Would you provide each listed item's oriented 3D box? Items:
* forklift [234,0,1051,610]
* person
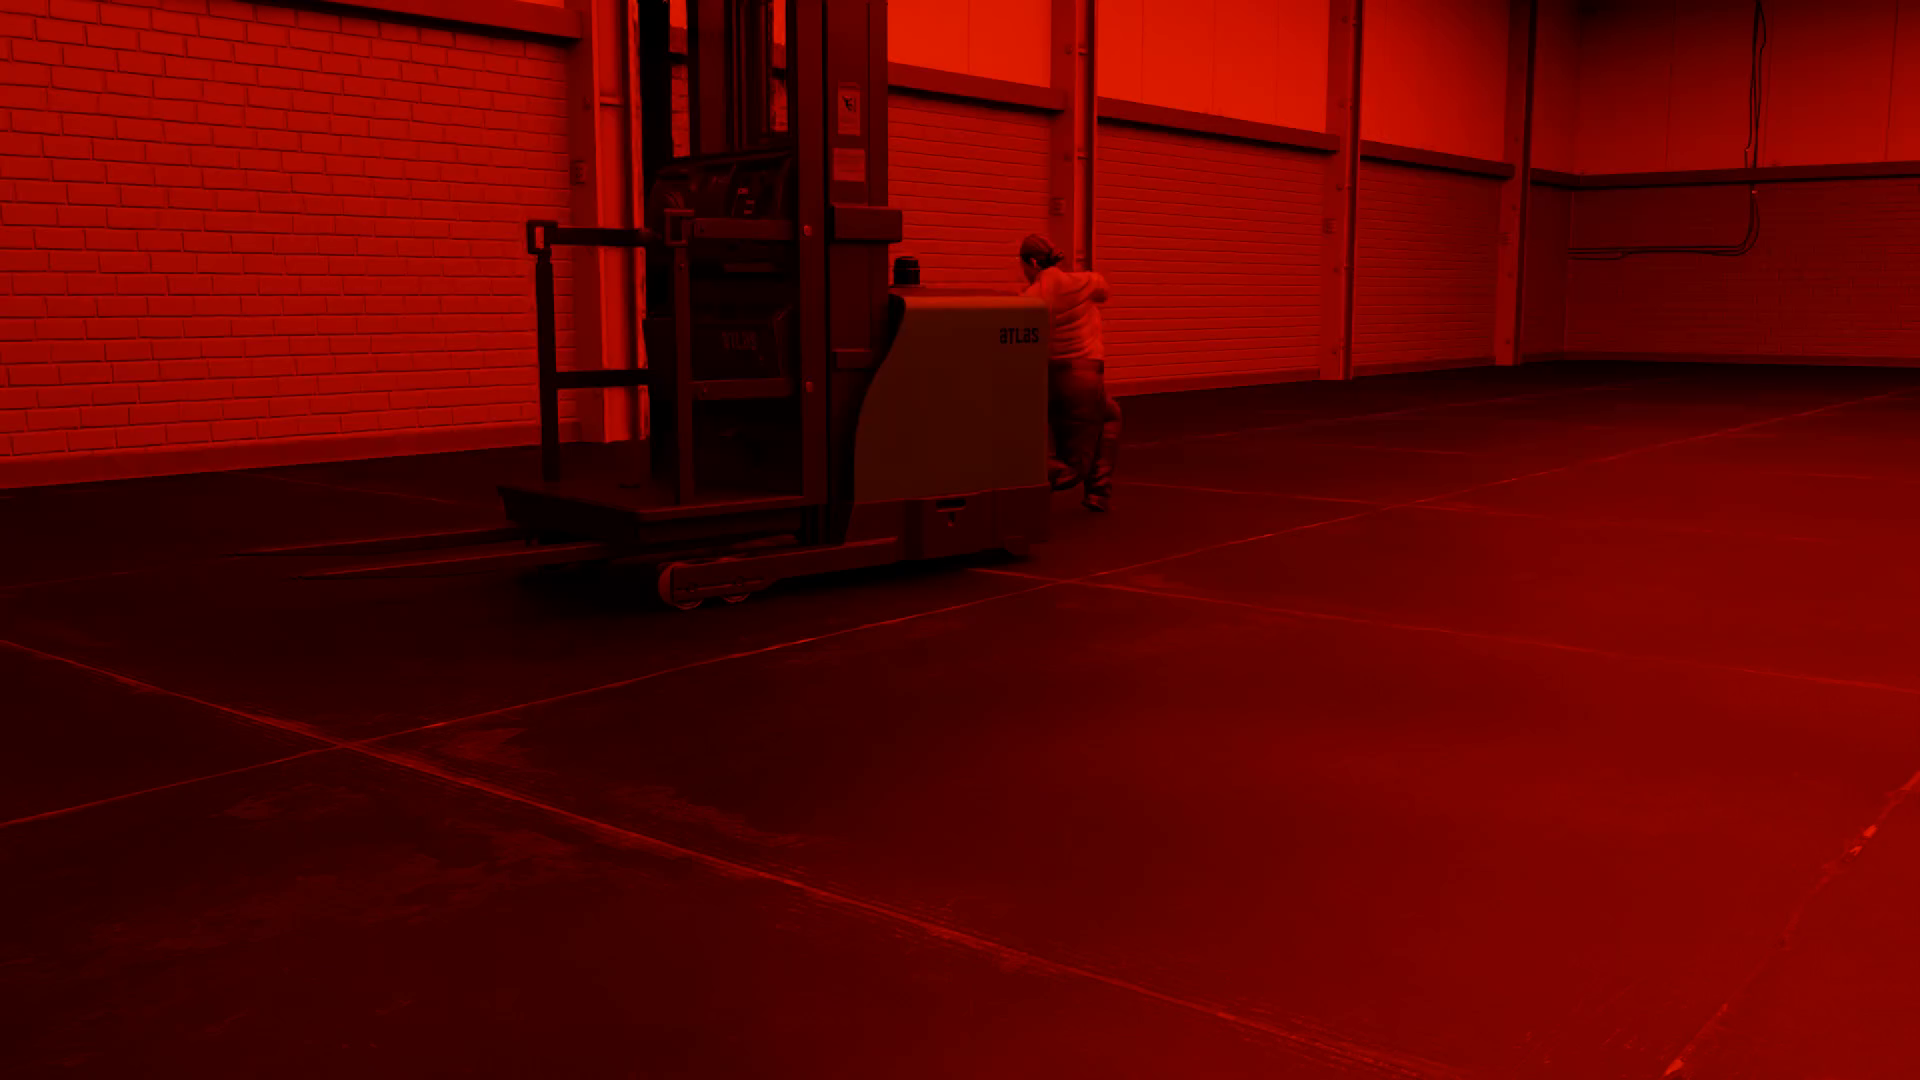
[{"bbox_3d":[-1.070,-1.294,6.122,3.031,2.935,1.130,-7,11,-40],"label":"forklift"},{"bbox_3d":[0.391,-0.786,8.204,0.932,1.420,0.709,-8,12,-44],"label":"person"}]
